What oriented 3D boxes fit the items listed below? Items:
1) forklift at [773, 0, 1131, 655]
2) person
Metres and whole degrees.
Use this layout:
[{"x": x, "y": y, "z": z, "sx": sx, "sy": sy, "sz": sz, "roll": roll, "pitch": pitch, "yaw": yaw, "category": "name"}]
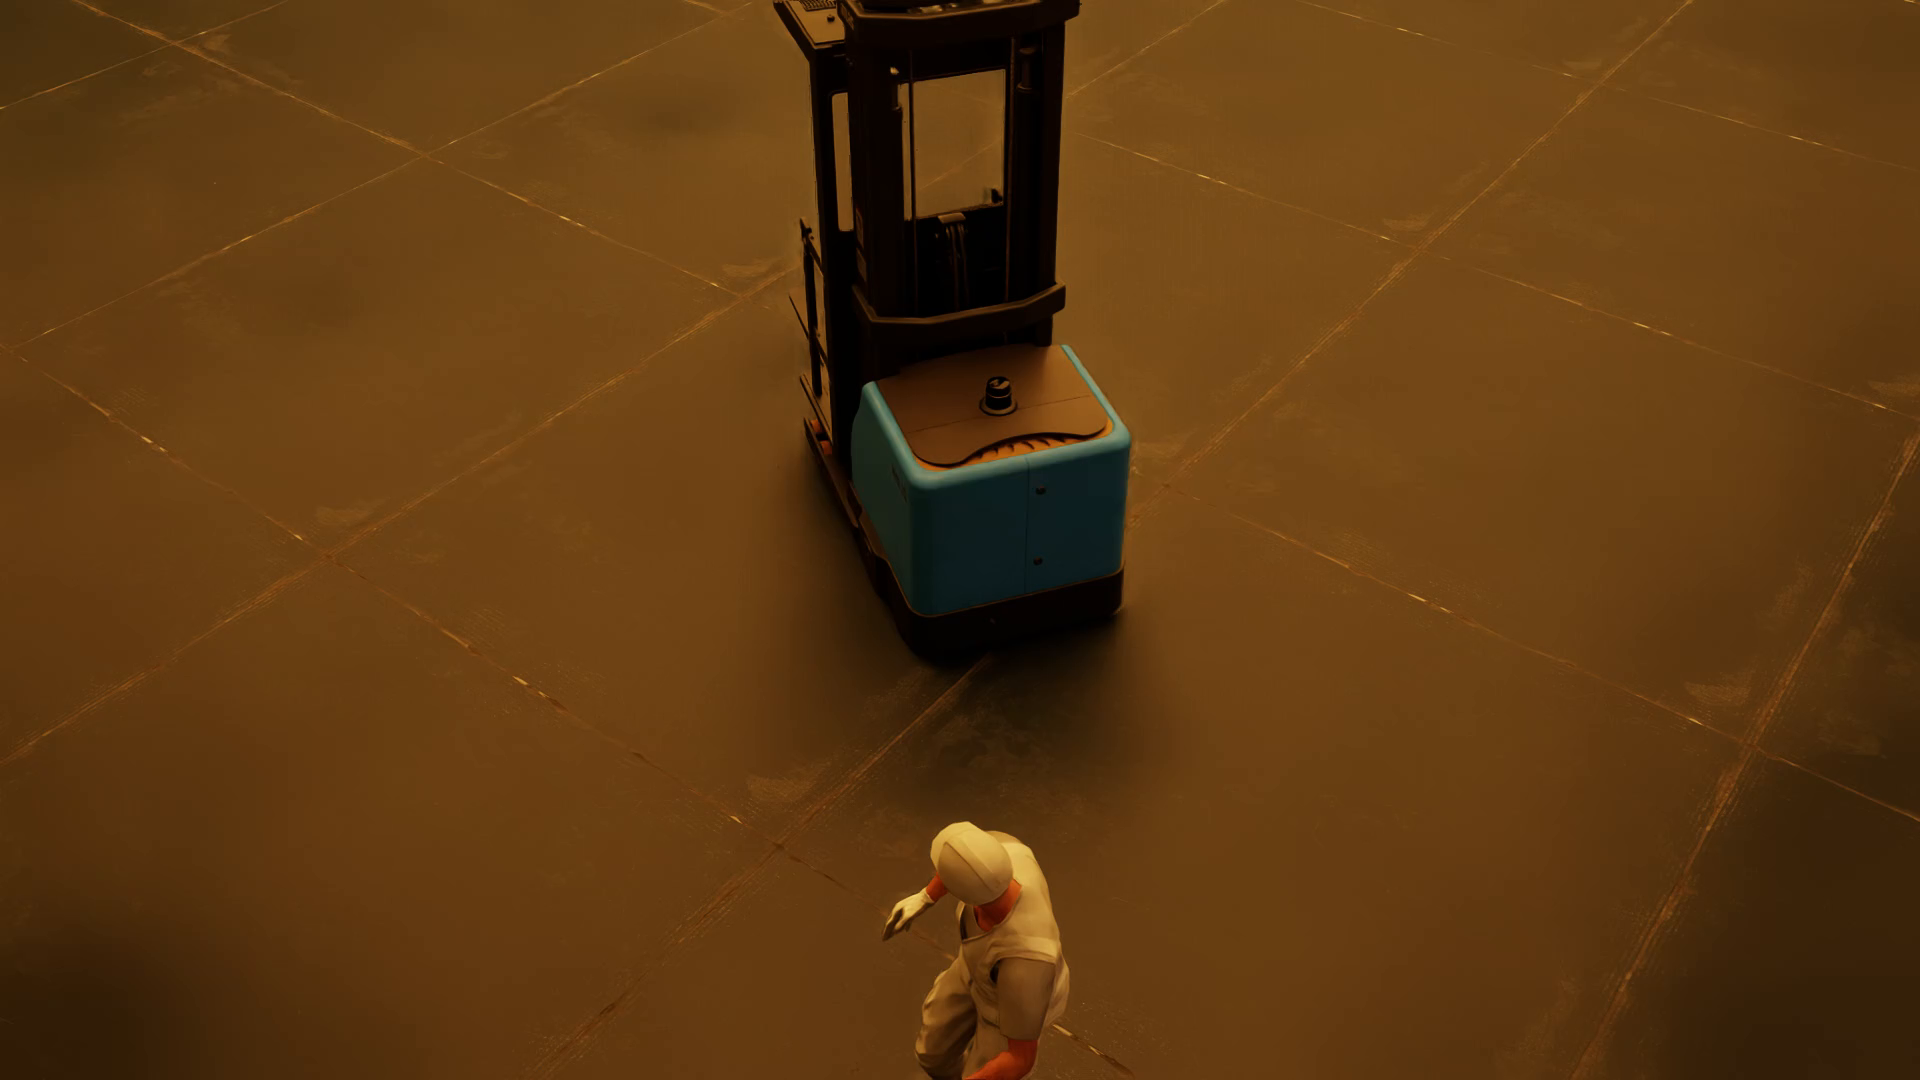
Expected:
[{"x": -0.190, "y": -1.554, "z": 7.897, "sx": 1.130, "sy": 2.935, "sz": 3.031, "roll": -12, "pitch": 42, "yaw": -14, "category": "forklift"}, {"x": 0.021, "y": 1.509, "z": 5.274, "sx": 0.675, "sy": 1.722, "sz": 0.784, "roll": -16, "pitch": 43, "yaw": -18, "category": "person"}]
